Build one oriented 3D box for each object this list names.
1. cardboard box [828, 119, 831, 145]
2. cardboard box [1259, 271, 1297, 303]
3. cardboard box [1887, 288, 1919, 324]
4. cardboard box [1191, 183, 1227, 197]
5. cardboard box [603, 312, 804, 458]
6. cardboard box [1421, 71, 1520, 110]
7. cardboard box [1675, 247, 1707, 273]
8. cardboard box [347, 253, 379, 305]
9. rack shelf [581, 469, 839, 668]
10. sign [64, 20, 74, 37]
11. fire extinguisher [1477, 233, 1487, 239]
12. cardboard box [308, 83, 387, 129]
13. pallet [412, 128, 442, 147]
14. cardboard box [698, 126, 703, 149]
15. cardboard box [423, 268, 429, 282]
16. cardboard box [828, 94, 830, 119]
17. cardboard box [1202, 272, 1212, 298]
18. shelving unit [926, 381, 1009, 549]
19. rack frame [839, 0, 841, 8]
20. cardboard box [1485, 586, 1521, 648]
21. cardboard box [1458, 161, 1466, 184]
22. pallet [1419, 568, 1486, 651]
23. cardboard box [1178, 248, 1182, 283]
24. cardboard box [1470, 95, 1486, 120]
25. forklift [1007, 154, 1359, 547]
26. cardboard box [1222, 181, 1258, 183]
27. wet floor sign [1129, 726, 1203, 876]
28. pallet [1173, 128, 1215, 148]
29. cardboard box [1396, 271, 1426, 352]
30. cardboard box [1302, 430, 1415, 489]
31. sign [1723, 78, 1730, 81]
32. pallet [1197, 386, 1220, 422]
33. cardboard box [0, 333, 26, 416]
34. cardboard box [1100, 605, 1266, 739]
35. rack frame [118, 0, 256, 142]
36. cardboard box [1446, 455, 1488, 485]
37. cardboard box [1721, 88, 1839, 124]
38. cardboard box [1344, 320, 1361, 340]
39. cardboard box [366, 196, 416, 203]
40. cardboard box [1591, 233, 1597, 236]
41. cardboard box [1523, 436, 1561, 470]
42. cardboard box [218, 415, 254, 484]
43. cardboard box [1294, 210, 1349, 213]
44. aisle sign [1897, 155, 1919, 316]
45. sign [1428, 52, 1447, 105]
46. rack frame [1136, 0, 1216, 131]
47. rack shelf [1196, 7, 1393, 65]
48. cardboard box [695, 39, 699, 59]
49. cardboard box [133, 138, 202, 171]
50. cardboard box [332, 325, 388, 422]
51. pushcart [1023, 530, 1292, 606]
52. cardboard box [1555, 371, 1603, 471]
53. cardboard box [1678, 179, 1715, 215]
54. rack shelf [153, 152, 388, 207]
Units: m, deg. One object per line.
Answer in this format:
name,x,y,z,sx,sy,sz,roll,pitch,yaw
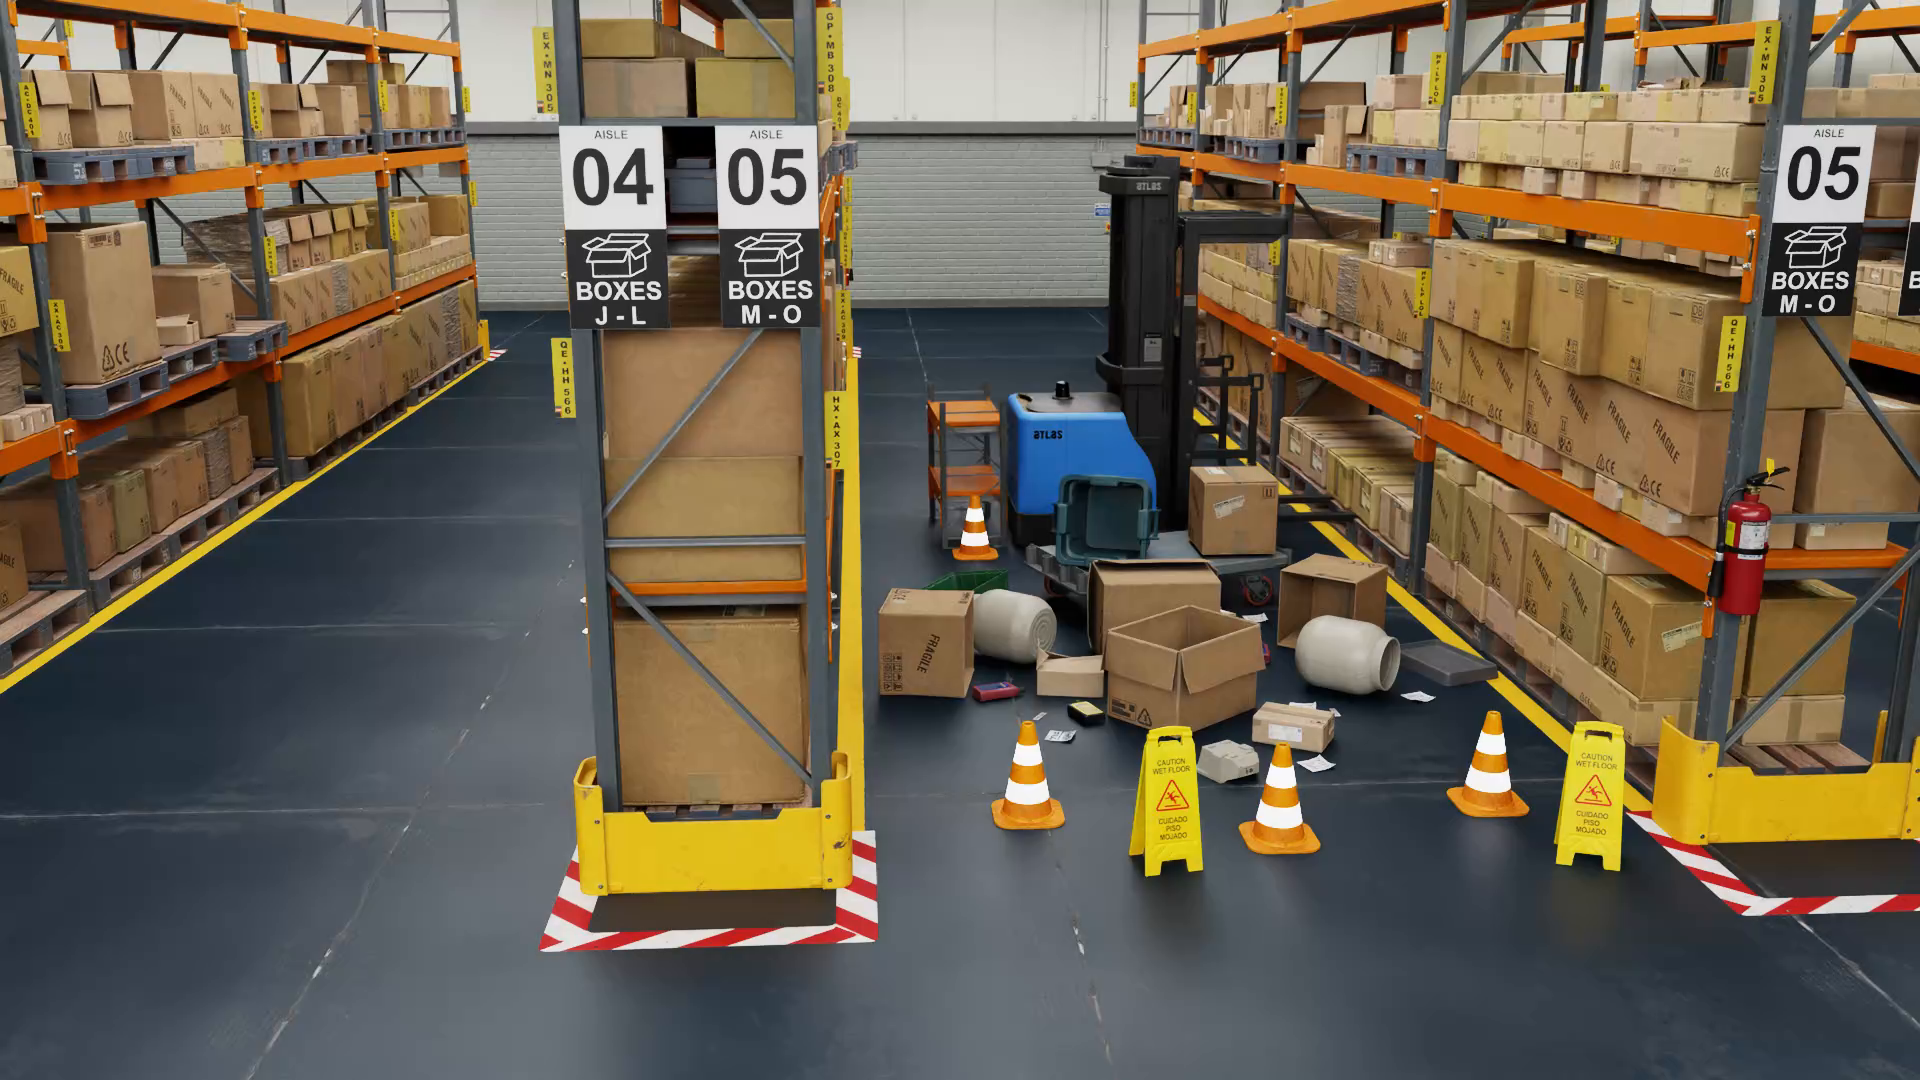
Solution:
cardboard box,-0.904,-2.228,9.107,0.380,0.149,0.250,-1,14,-3
cardboard box,3.094,-2.366,15.499,0.500,0.250,0.500,-1,14,-4
cardboard box,8.159,-1.958,13.913,0.500,0.250,0.500,-1,14,-5
cardboard box,2.885,-4.060,19.278,0.380,0.149,0.250,-1,14,-2
cardboard box,-1.046,-0.677,7.170,0.875,0.550,0.550,-1,14,-3
cardboard box,3.462,-3.053,11.306,0.500,0.250,0.500,-1,14,-2
cardboard box,7.971,-2.956,17.452,0.700,0.500,0.500,-1,14,-4
cardboard box,-6.436,-2.735,17.435,0.500,0.500,0.500,0,14,-2
rack shelf,-1.185,-0.138,8.985,1.077,0.370,4.000,-1,14,-3
sign,-11.405,-6.602,21.272,0.100,0.325,0.005,-1,14,-3
fire extinguisher,7.365,-3.958,23.294,0.296,0.674,0.183,-1,14,-3
cardboard box,-6.870,-4.868,18.663,0.700,0.500,0.500,-2,15,-7
pallet,-6.874,-4.838,19.967,1.003,0.211,1.213,-1,14,-3
cardboard box,-1.531,-2.092,8.579,0.380,0.149,0.250,-1,14,-3
cardboard box,-6.515,-3.138,19.708,0.380,0.149,0.250,-1,14,-4
cardboard box,-0.991,-2.515,9.422,0.500,0.250,0.500,-1,14,-4
cardboard box,2.927,-2.760,18.033,0.500,0.250,0.500,-1,14,-5
shelving unit,0.049,-0.610,13.098,0.538,1.125,1.048,-2,14,-6
rack frame,-2.053,-6.873,21.680,1.000,3.000,0.127,-1,14,-3
cardboard box,3.472,0.459,9.899,0.500,0.250,0.500,-1,14,-4
cardboard box,3.397,-2.334,10.561,0.380,0.149,0.250,-1,14,-4
pallet,3.702,0.432,10.924,1.003,0.211,1.213,-1,14,-3
cardboard box,2.846,-3.234,19.377,0.500,0.500,0.500,-1,14,-3
cardboard box,3.364,-2.655,10.208,0.380,0.149,0.250,0,14,-2
forklift,1.903,-1.462,12.826,3.031,2.935,1.130,-1,14,-4
cardboard box,3.325,-4.193,19.794,0.380,0.149,0.250,-1,14,-4
wet floor sign,0.917,1.128,7.346,0.267,0.644,0.232,-3,15,-13
pallet,3.089,-4.688,19.385,1.003,0.211,1.213,-1,14,-3
cardboard box,3.368,-1.592,11.554,0.500,0.500,0.500,-1,14,-4
cardboard box,3.456,-0.686,14.105,0.950,0.372,0.625,-1,14,-5
sign,8.637,-5.055,18.807,0.100,0.325,0.005,-1,14,-3
pallet,3.253,-1.533,18.562,1.003,0.211,1.213,-1,14,-3
cardboard box,-6.300,-1.012,10.140,0.875,0.500,0.500,-1,14,-3
cardboard box,1.237,0.721,9.214,0.797,0.503,0.637,-13,20,-42
rack frame,-6.514,-4.832,13.748,1.000,3.000,0.127,-1,14,-3
cardboard box,3.340,-0.451,10.628,0.380,0.149,0.250,-1,14,-3
cardboard box,3.557,-1.887,7.224,0.380,0.149,0.250,-1,14,-3
cardboard box,3.264,-1.675,13.178,0.380,0.149,0.250,0,14,-2
cardboard box,-7.218,-4.103,21.153,0.500,0.500,0.500,-1,14,-5
cardboard box,8.186,-3.857,21.699,0.500,0.250,0.500,0,14,-2
cardboard box,3.438,-0.499,9.452,0.380,0.149,0.250,-1,14,-4
cardboard box,-6.452,-0.763,14.105,0.700,0.500,0.500,-2,15,-6
cardboard box,3.534,-2.991,16.424,0.500,0.500,0.500,0,14,-2
aisle sign,4.186,-1.338,6.992,0.394,0.787,0.004,-1,14,-3
sign,3.072,-2.969,10.699,0.100,0.325,0.005,-1,14,-3
rack frame,2.882,-6.975,22.075,1.000,3.000,0.127,-1,14,-3
rack shelf,3.254,-4.940,16.415,1.077,0.370,4.000,-1,14,-3
cardboard box,-1.531,-2.478,8.479,0.380,0.149,0.250,-1,14,-4
cardboard box,-6.167,-2.944,12.731,0.500,0.250,0.500,0,14,-2
cardboard box,-6.646,-1.715,17.093,1.225,0.875,0.875,-1,14,-5
pushcart,1.353,0.233,11.365,1.648,0.377,0.936,-6,16,-23
cardboard box,3.510,-0.662,8.784,0.500,0.500,0.500,-1,14,-4
cardboard box,3.524,-1.567,7.581,0.380,0.149,0.250,-1,14,-3
rack shelf,-6.637,-3.528,16.144,1.077,0.370,4.000,-1,14,-3
